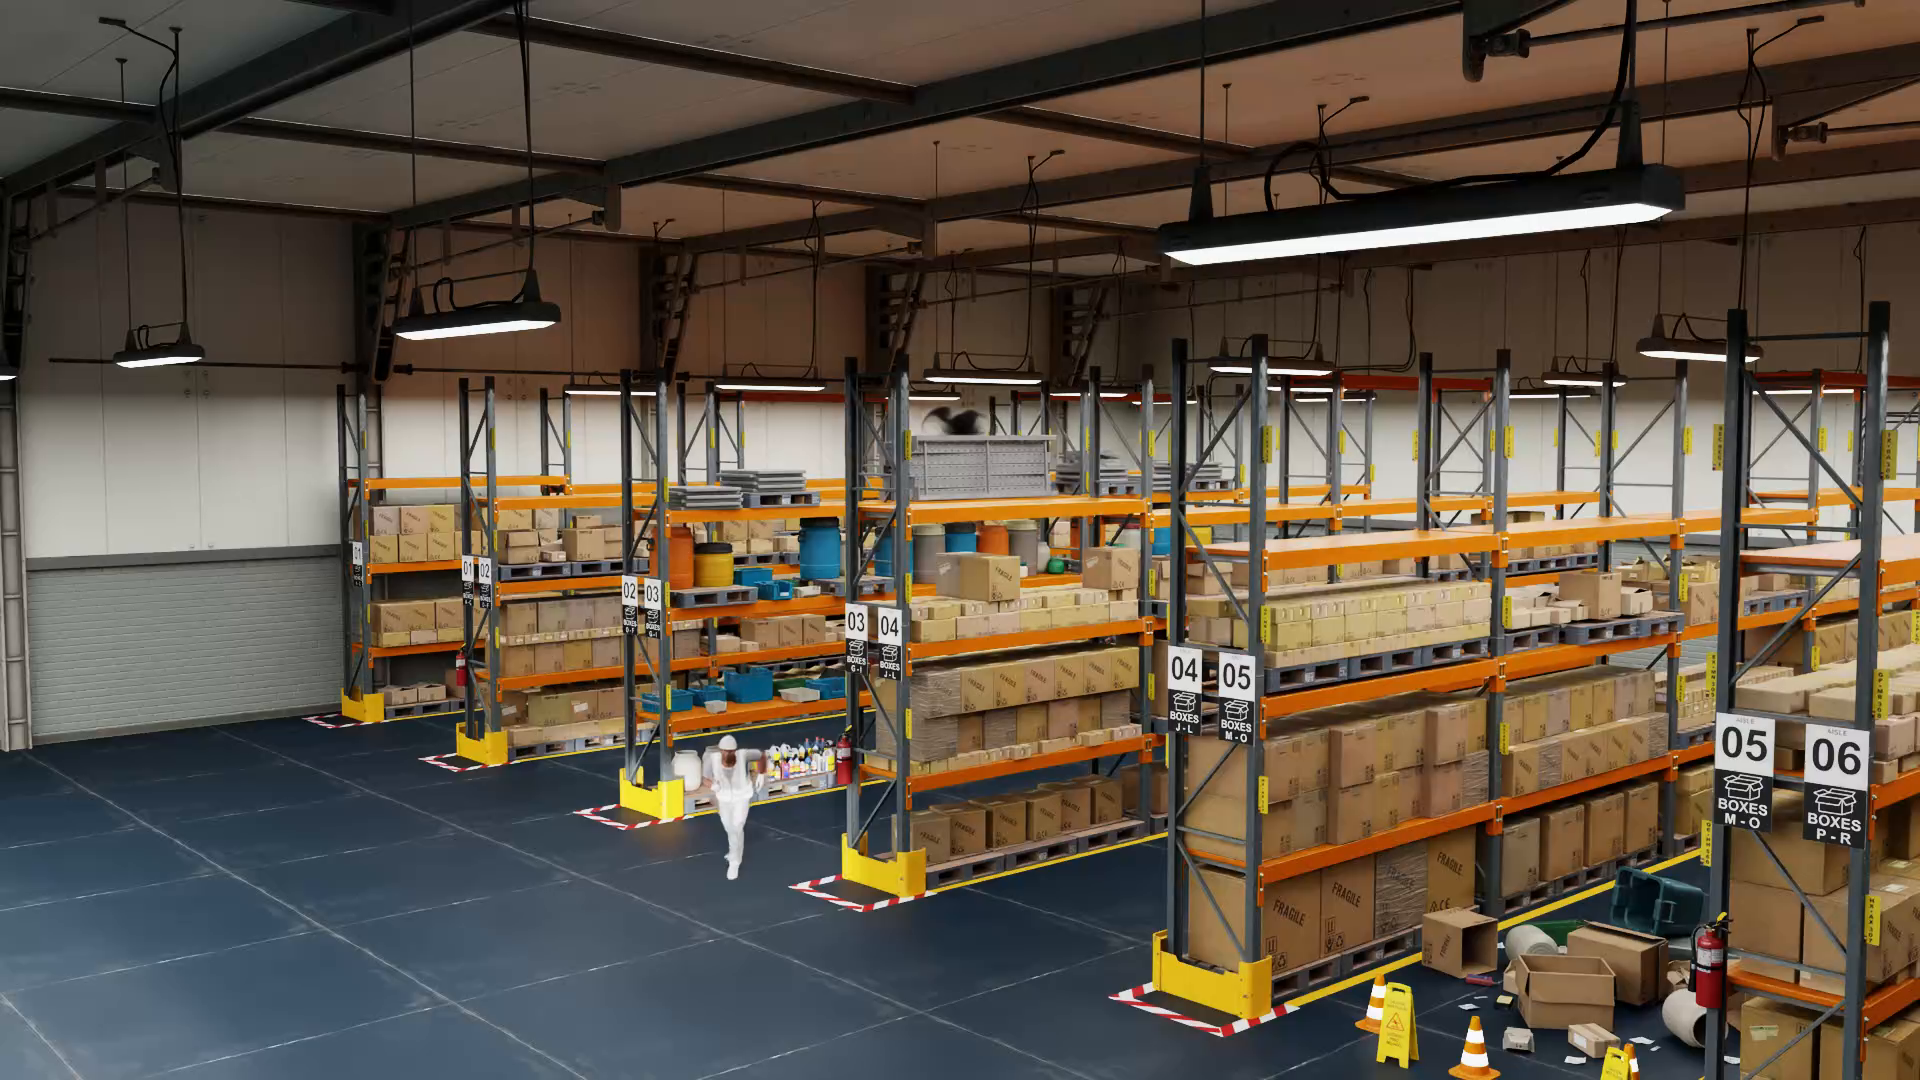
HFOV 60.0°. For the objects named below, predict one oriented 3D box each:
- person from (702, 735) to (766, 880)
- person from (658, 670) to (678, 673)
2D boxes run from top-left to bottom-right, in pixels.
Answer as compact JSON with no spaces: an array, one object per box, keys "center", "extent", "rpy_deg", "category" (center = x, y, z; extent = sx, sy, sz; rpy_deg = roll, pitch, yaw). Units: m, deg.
[{"center":[-2.635,3.079,19.462],"extent":[0.729,1.721,1.022],"rpy_deg":[0,4,1],"category":"person"},{"center":[-5.360,2.284,30.627],"extent":[0.715,1.740,0.618],"rpy_deg":[3,5,41],"category":"person"}]
